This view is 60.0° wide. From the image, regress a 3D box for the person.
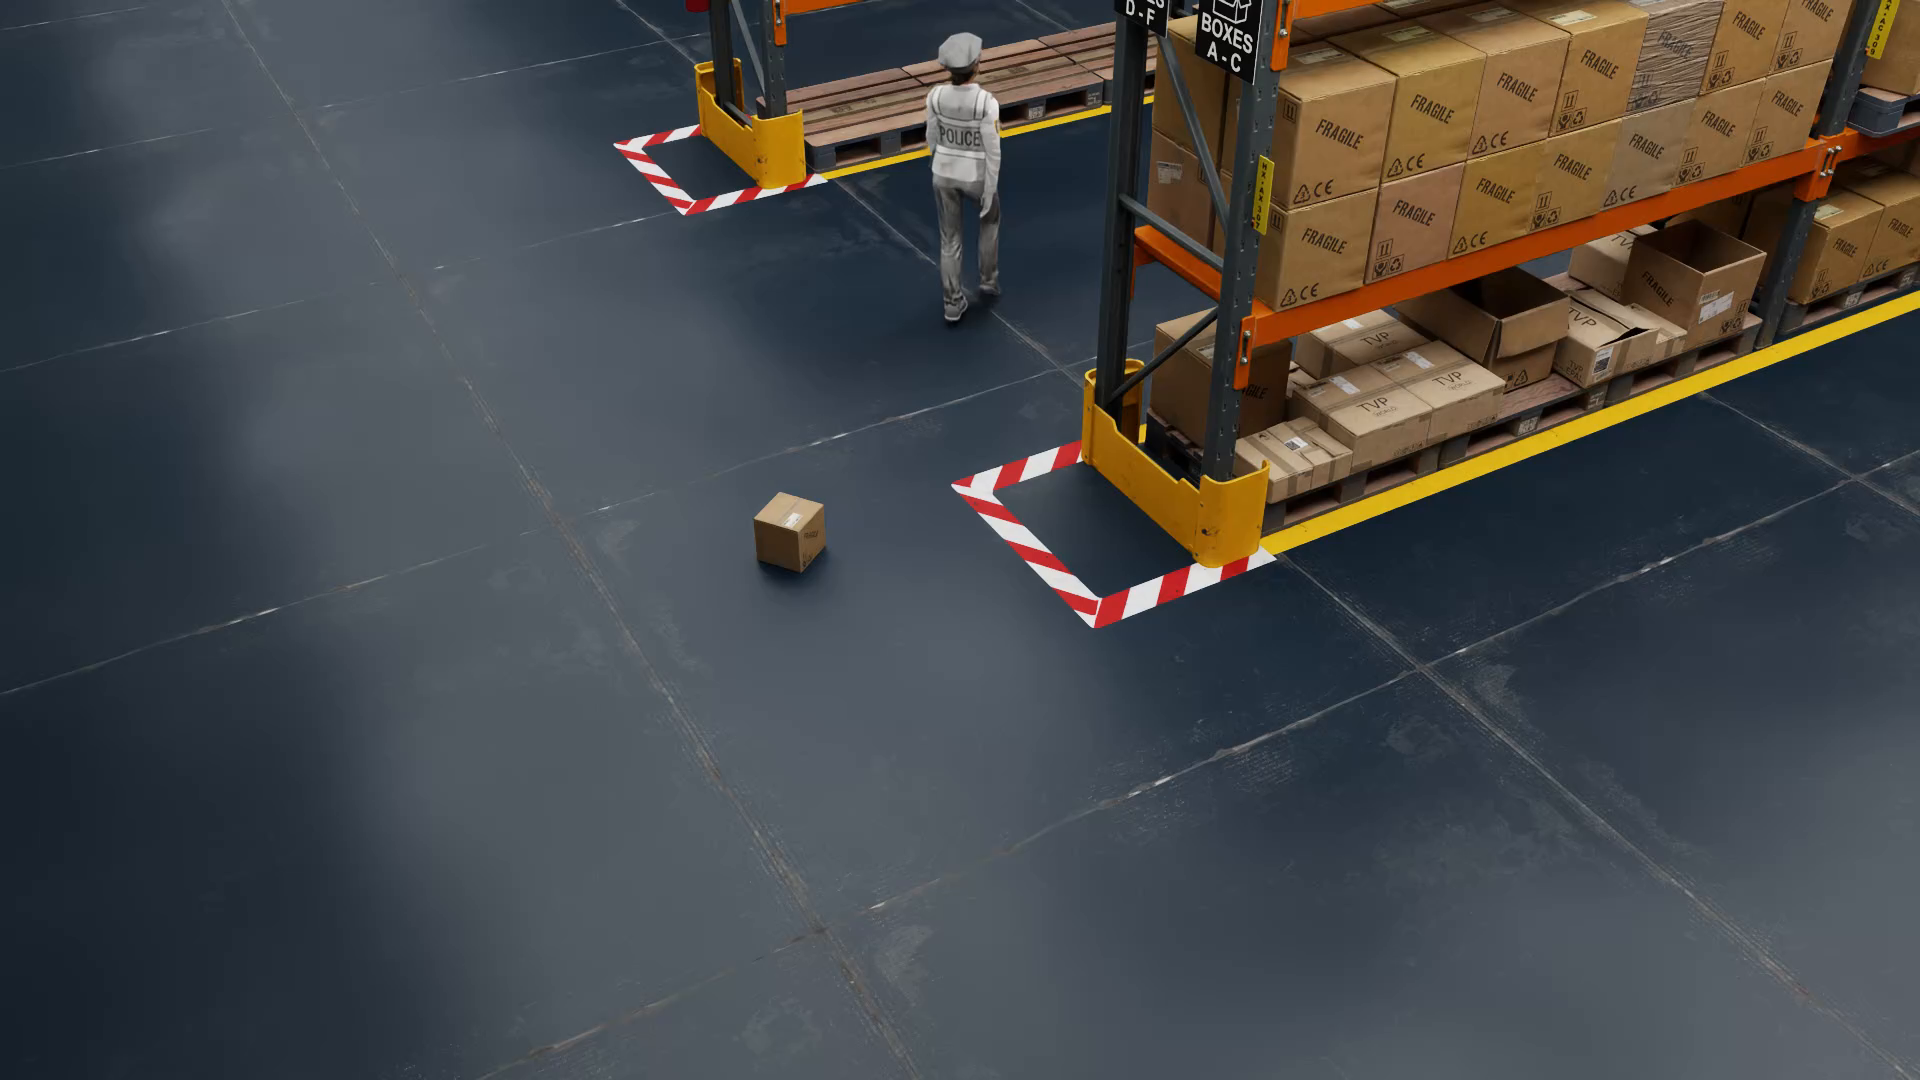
[{"bbox_3d":[0.032,-2.089,9.656,0.478,1.760,0.606,8,38,10],"label":"person"}]
